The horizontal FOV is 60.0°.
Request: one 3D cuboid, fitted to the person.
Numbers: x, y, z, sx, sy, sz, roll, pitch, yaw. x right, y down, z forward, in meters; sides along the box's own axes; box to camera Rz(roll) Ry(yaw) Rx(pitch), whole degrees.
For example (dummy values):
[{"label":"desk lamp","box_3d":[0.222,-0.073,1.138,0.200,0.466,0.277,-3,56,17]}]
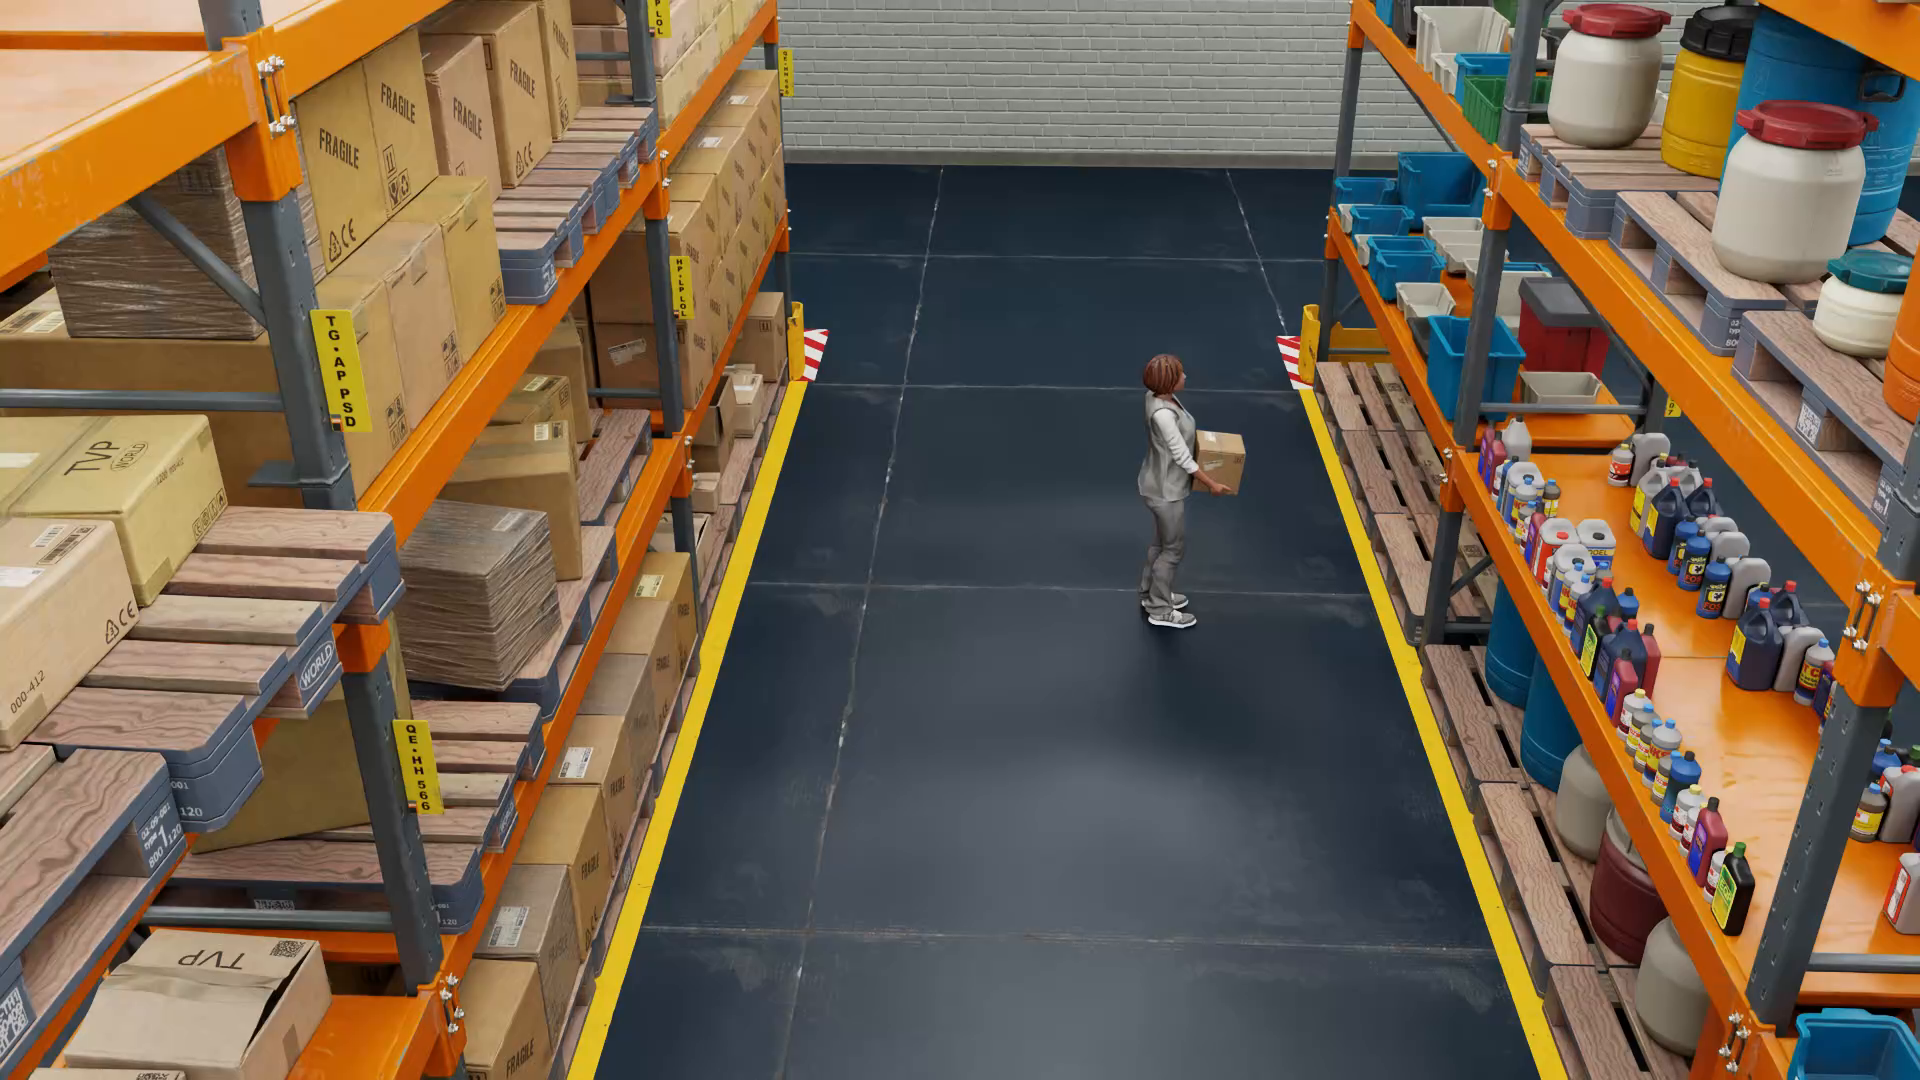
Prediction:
[{"label":"person","box_3d":[1.220,-0.273,9.143,0.495,1.589,0.408,1,28,2]}]
